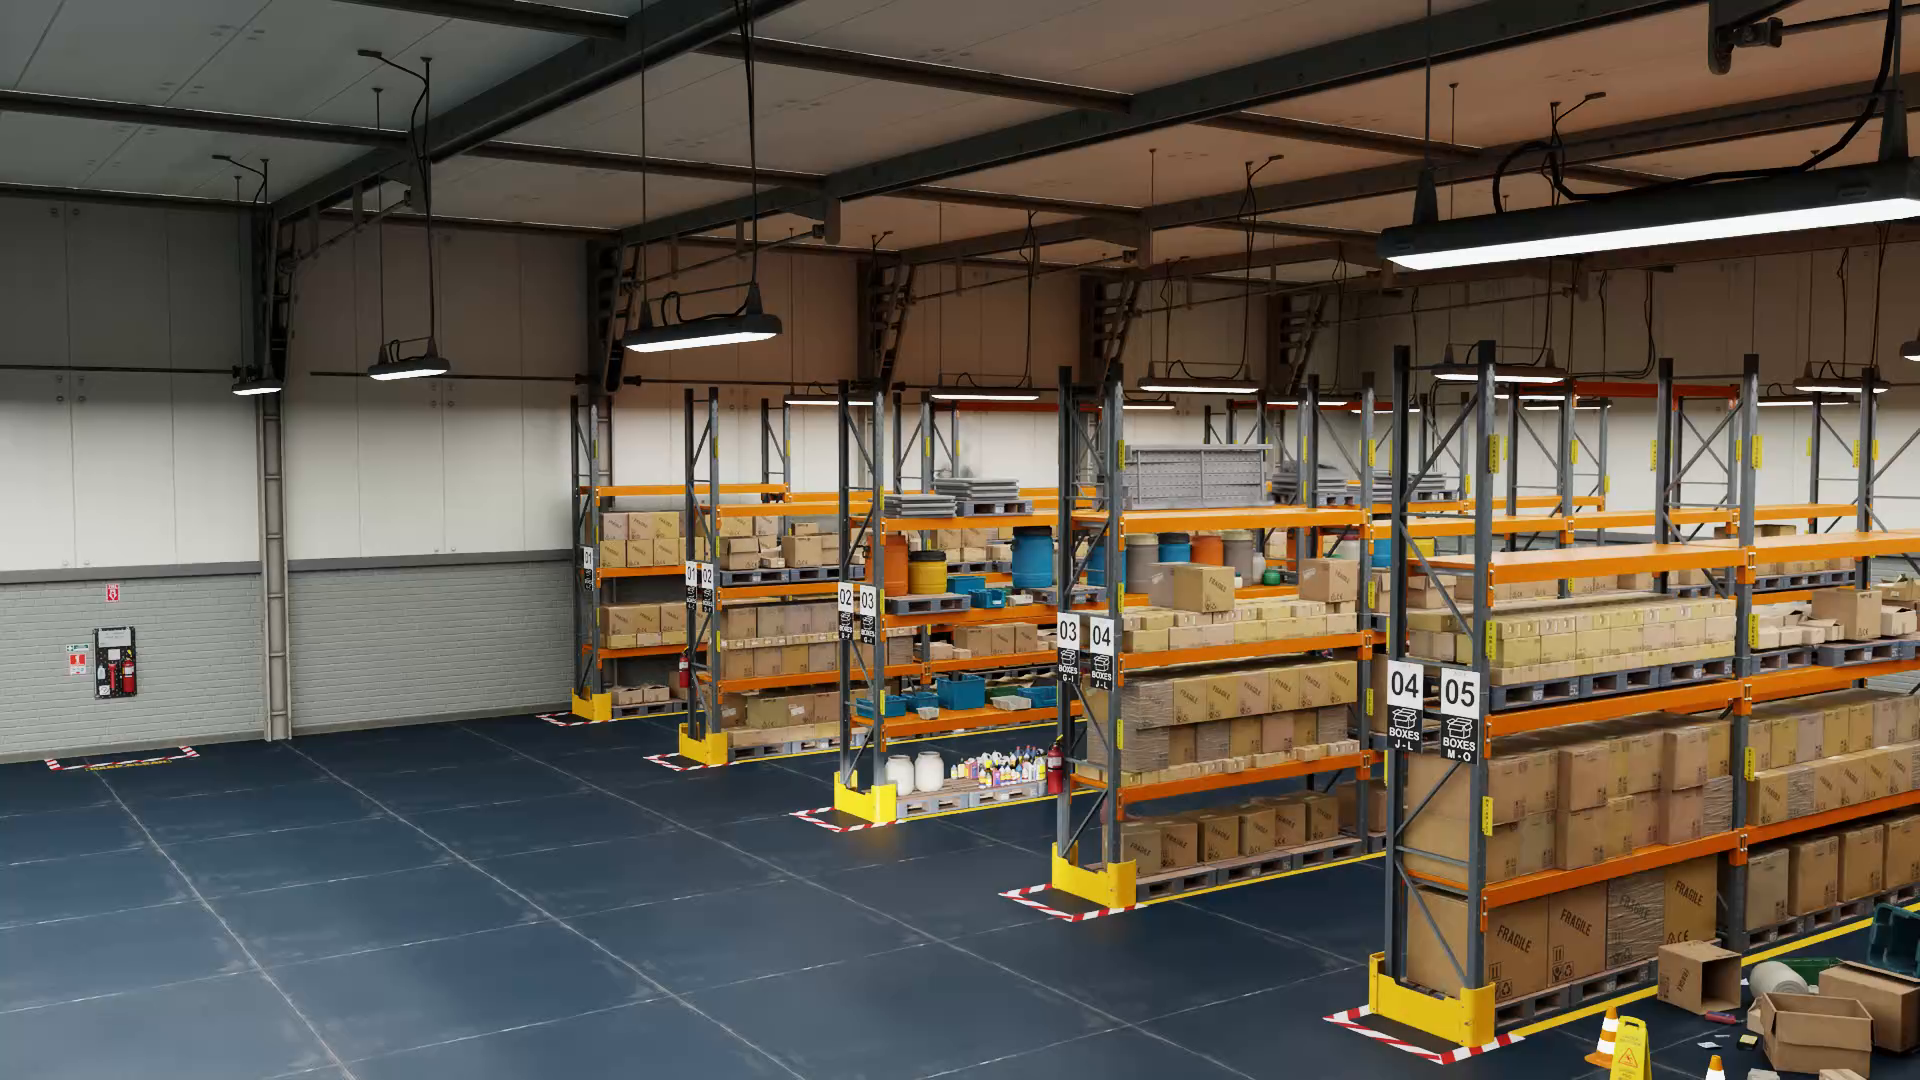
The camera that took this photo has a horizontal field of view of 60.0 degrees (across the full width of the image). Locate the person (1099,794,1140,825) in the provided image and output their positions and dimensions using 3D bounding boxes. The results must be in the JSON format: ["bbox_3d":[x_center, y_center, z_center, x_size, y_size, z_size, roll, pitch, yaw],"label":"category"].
[{"bbox_3d":[1.998,3.091,20.921,0.554,1.619,0.580,-3,4,-36],"label":"person"}]
